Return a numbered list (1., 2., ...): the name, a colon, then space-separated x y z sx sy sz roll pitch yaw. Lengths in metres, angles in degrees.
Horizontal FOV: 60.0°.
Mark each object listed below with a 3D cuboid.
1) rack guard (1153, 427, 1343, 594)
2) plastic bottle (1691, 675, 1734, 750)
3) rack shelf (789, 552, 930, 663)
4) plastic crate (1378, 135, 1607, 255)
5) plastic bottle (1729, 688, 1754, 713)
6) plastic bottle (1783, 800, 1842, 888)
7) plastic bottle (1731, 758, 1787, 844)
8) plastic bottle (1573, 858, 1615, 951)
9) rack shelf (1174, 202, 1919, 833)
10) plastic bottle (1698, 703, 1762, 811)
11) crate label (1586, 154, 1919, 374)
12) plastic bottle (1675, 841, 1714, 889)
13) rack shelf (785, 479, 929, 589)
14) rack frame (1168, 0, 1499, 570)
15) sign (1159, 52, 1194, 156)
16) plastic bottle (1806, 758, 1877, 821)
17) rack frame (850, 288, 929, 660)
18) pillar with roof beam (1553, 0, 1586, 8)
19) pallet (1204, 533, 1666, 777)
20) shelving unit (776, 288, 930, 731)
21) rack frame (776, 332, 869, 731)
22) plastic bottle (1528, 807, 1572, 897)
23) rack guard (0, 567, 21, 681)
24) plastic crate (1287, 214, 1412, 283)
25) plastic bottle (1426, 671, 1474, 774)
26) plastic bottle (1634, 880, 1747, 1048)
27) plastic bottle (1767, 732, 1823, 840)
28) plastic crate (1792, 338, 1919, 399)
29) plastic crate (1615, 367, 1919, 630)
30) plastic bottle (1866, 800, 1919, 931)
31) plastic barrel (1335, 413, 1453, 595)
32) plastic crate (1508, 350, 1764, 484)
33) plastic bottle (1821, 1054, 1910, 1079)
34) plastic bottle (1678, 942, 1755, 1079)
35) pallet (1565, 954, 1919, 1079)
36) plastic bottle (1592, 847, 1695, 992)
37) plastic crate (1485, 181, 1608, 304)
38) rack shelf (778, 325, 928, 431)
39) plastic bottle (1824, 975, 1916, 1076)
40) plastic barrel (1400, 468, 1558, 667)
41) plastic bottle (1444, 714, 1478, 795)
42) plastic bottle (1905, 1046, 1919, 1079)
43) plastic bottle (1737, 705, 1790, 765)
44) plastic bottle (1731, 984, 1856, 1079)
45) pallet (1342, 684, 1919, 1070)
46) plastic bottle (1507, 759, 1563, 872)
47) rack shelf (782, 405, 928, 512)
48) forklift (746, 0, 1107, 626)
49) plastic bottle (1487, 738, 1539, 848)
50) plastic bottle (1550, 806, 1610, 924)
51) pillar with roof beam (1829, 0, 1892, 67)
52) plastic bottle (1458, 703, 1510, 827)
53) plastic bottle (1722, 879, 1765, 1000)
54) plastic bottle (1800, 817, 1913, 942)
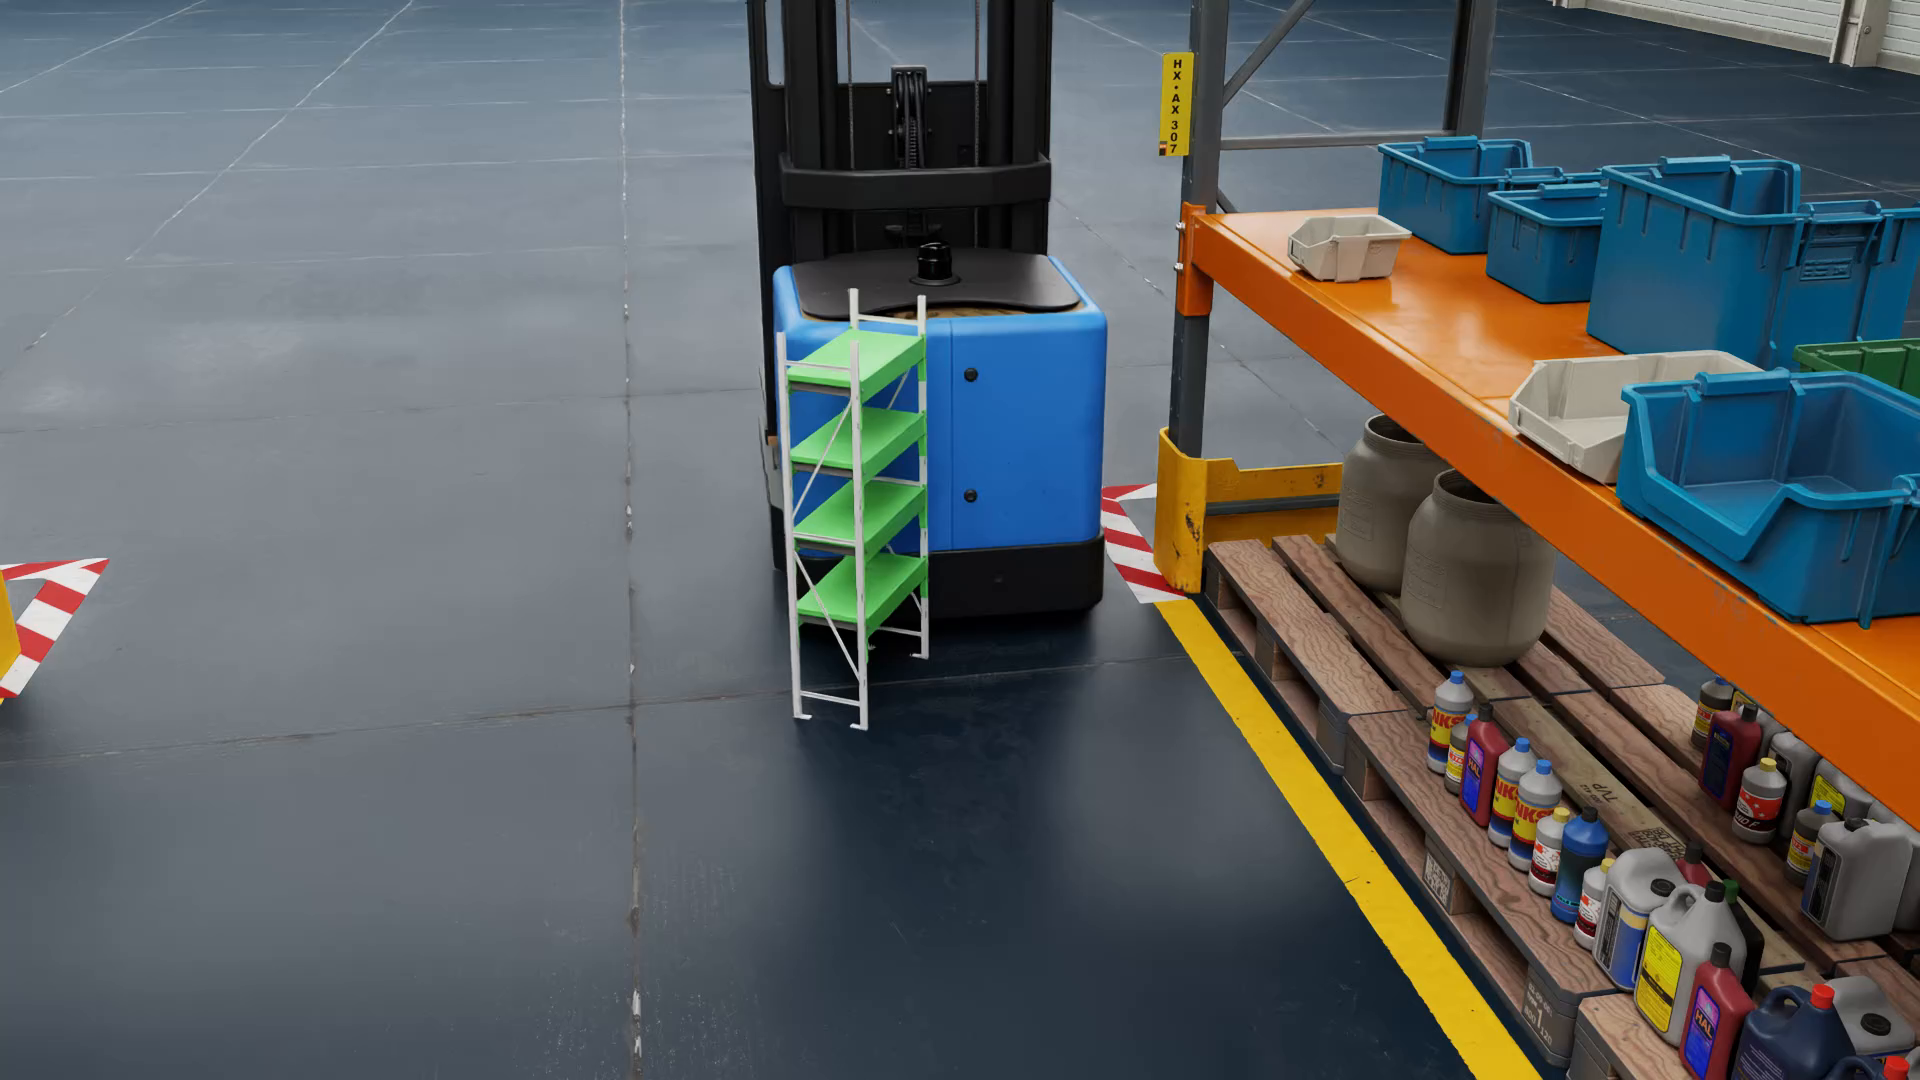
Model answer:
1. rack guard: 1.301 -0.148 5.965 1.175 0.500 0.348 -4 24 -10
2. plastic bottle: 2.011 0.450 4.418 0.097 0.201 0.097 0 24 0
3. rack shelf: -0.301 0.186 5.084 0.258 0.148 0.480 9 25 19
4. plastic crate: 1.627 -1.077 5.155 0.499 0.251 0.616 -4 24 -10
5. plastic bottle: 2.050 0.457 4.299 0.061 0.283 0.133 -4 24 -8
6. plastic bottle: 1.980 0.697 3.853 0.097 0.201 0.097 0 24 0
7. plastic bottle: 1.937 0.623 4.023 0.097 0.201 0.097 0 24 0
8. plastic bottle: 1.408 0.791 3.638 0.097 0.201 0.097 0 24 0
9. rack shelf: 1.610 -0.204 3.868 1.077 0.370 4.000 -4 24 -10
10. plastic bottle: 1.926 0.522 4.151 0.061 0.283 0.133 -4 24 -10
11. crate label: 1.847 -0.633 3.906 0.502 0.435 0.616 -4 24 -10
12. plastic bottle: 1.561 0.789 3.539 0.061 0.283 0.133 -4 24 -10
13. rack shelf: -0.301 -0.034 4.987 0.258 0.148 0.480 9 25 19
14. rack frame: 1.240 -1.320 5.525 1.000 3.000 0.127 -4 24 -10
15. sign: 0.699 -1.408 5.381 0.100 0.325 0.005 -4 24 -10
16. plastic bottle: 2.091 0.603 3.883 0.144 0.351 0.185 -3 24 -8
17. rack frame: -0.215 -0.184 5.171 0.240 1.200 0.015 9 25 19
18. pillar with roof beam: 4.397 -11.353 21.001 9.100 9.000 0.400 -4 24 -10
19. pallet: 1.446 0.304 5.290 1.003 0.211 1.213 -4 24 -10
20. shelving unit: -0.301 -0.092 4.962 0.258 1.200 0.503 9 25 19
21. rack frame: -0.387 -0.001 4.753 0.240 1.200 0.015 9 25 19
22. plastic bottle: 1.370 0.710 3.824 0.097 0.201 0.097 0 24 0
23. rack guard: -3.613 0.222 5.118 1.175 0.500 0.348 -4 24 -10
24. plastic crate: 1.090 -0.824 4.718 0.298 0.136 0.250 -4 24 -10
25. plastic bottle: 1.269 0.465 4.298 0.097 0.271 0.097 0 24 0
26. plastic bottle: 1.483 0.831 3.360 0.144 0.351 0.185 -4 24 -10
27. plastic bottle: 2.056 0.572 4.046 0.152 0.276 0.135 -5 24 -11
28. plastic crate: 2.006 -0.205 3.236 0.450 0.188 0.662 -4 24 -10
29. plastic crate: 1.509 -0.094 2.903 0.499 0.251 0.616 -4 24 -10
30. plastic bottle: 2.125 0.676 3.715 0.144 0.351 0.185 -4 24 -10
31. plastic barrel: 1.437 -0.119 5.359 0.421 0.512 0.421 0 24 0
32. plastic crate: 1.431 -0.246 3.395 0.530 0.136 0.437 -4 24 -10
33. plastic bottle: 1.578 1.033 2.896 0.144 0.351 0.185 -5 24 -11
34. plastic bottle: 1.471 0.928 3.222 0.061 0.283 0.133 -3 24 -6
35. pallet: 1.897 1.264 3.093 1.003 0.211 1.213 -4 24 -10
36. plastic bottle: 1.456 0.801 3.522 0.152 0.276 0.135 -4 24 -9
37. plastic crate: 1.742 -0.822 4.569 0.499 0.251 0.408 -4 24 -10
38. rack shelf: -0.301 -0.473 4.795 0.258 0.148 0.480 9 25 19
39. plastic bottle: 1.683 0.971 3.132 0.152 0.276 0.135 -4 24 -10
40. plastic barrel: 1.530 0.078 4.908 0.421 0.512 0.421 0 24 0
41. plastic bottle: 1.289 0.537 4.218 0.097 0.201 0.097 0 24 0
42. plastic bottle: 1.719 1.023 2.921 0.144 0.351 0.185 -4 24 -10
43. plastic bottle: 2.031 0.517 4.171 0.152 0.276 0.135 -4 24 -9
44. plastic bottle: 1.542 0.958 3.069 0.144 0.351 0.185 -6 24 -12
45. pallet: 1.668 0.783 4.194 1.003 0.211 1.213 -4 24 -10
46. plastic bottle: 1.351 0.639 3.899 0.097 0.271 0.097 0 24 0
47. rack shelf: -0.301 -0.254 4.891 0.258 0.148 0.480 9 25 19
48. forklift: -0.250 -1.619 6.296 1.130 2.935 3.031 -3 24 -8
49. plastic bottle: 1.333 0.599 3.989 0.097 0.271 0.097 0 24 0
50. plastic bottle: 1.389 0.718 3.716 0.097 0.271 0.097 0 24 0
51. pillar with roof beam: 5.506 -8.993 15.597 9.100 9.000 0.400 -4 24 -10
52. plastic bottle: 1.293 0.550 4.088 0.061 0.283 0.133 -4 24 -9
53. plastic bottle: 1.579 0.844 3.414 0.061 0.283 0.133 -4 24 -10
54. plastic bottle: 1.984 0.731 3.682 0.152 0.276 0.135 -4 24 -10
